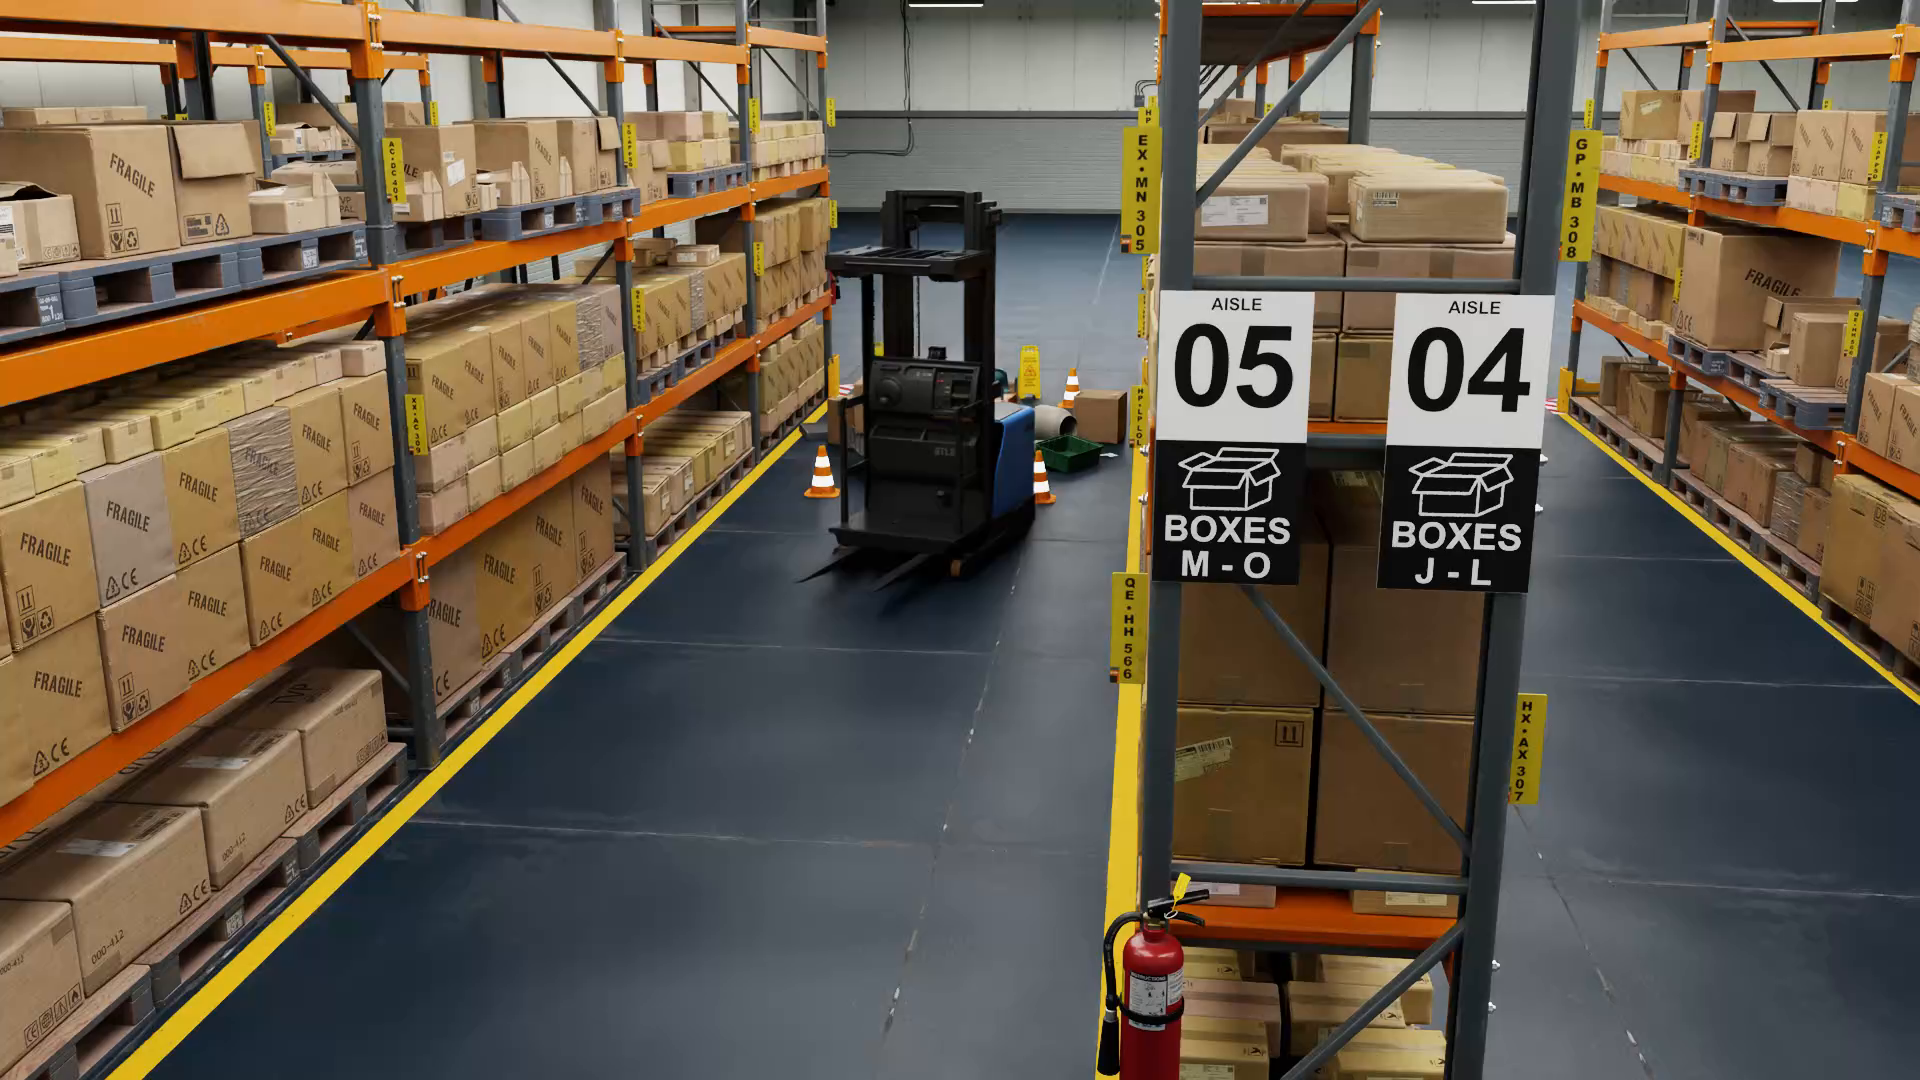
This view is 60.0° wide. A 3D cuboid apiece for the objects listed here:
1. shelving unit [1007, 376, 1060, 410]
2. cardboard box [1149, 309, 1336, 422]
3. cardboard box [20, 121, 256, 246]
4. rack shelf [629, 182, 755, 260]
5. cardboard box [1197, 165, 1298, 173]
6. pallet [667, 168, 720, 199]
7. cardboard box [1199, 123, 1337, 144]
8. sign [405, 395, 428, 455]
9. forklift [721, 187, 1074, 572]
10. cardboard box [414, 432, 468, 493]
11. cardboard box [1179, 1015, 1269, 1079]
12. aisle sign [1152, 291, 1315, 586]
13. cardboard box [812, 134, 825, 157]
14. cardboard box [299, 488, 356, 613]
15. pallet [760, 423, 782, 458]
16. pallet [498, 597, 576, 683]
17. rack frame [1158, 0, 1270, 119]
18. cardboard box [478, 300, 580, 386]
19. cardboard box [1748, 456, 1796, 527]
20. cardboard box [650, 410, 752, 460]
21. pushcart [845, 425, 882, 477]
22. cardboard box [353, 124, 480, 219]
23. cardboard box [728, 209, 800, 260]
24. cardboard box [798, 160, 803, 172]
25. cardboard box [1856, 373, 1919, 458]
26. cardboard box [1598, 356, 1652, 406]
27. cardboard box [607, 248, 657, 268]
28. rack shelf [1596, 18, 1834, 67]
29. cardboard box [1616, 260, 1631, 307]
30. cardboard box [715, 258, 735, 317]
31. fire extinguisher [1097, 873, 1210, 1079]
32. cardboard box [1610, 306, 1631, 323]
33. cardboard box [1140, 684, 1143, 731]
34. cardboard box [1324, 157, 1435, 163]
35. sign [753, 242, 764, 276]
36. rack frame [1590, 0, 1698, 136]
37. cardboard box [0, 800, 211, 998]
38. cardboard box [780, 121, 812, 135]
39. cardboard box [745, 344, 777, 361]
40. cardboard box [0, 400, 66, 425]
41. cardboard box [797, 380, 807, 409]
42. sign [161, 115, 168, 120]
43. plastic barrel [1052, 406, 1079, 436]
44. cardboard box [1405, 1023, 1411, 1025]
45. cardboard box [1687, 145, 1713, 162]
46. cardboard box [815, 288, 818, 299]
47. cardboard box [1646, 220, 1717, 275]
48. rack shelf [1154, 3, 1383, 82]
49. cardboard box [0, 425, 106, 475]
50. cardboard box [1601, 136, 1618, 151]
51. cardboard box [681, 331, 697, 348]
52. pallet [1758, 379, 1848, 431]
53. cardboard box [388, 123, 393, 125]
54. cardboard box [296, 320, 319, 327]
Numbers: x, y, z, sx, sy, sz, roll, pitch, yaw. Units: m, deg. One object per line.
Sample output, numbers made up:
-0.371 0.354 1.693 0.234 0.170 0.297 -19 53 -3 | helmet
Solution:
0.652 -0.838 14.957 0.258 1.200 0.503 -8 17 -29 | shelving unit
0.812 -0.519 4.875 0.500 0.250 0.500 1 15 5 | cardboard box
-3.575 -1.573 7.291 0.797 0.503 0.637 3 15 11 | cardboard box
-2.778 -2.831 14.518 1.077 0.370 4.000 2 15 6 | rack shelf
0.933 -1.185 5.617 0.380 0.149 0.250 1 15 5 | cardboard box
-2.842 -3.181 14.791 1.213 0.211 1.003 2 15 6 | pallet
1.780 -2.152 9.626 0.797 0.503 0.637 1 15 6 | cardboard box
-2.903 -0.615 8.878 0.100 0.325 0.005 2 15 6 | sign
-0.487 -1.313 13.403 3.031 2.935 1.130 -12 19 -37 | forklift
-3.125 -0.449 9.406 0.500 0.250 0.500 1 15 5 | cardboard box
0.832 1.724 5.557 0.380 0.149 0.250 2 15 7 | cardboard box
0.717 -0.262 4.405 0.394 0.787 0.004 2 15 6 | aisle sign
-1.891 -4.665 19.640 0.500 0.250 0.500 2 15 6 | cardboard box
-3.306 0.039 8.081 0.500 0.500 0.500 1 15 5 | cardboard box
-2.511 -1.078 17.746 1.003 0.211 1.213 2 15 6 | pallet
-3.307 0.652 11.347 1.003 0.211 1.213 2 15 6 | pallet
2.378 -5.026 15.509 1.000 3.000 0.127 2 15 6 | rack frame
-2.914 -1.339 11.261 0.500 0.500 0.500 2 15 6 | cardboard box
7.006 -0.392 13.810 0.700 0.500 0.500 3 15 11 | cardboard box
-2.609 -1.047 16.519 0.950 0.372 0.625 2 15 7 | cardboard box
-0.281 -0.929 16.876 1.648 0.377 0.936 -4 16 -13 | pushcart
-3.067 -2.094 9.415 0.500 0.500 0.500 1 15 5 | cardboard box
-2.124 -3.293 17.916 0.700 0.500 0.500 1 15 5 | cardboard box
-1.998 -4.250 18.866 0.380 0.149 0.250 2 15 6 | cardboard box
6.518 -0.850 11.368 0.500 0.500 0.500 2 15 8 | cardboard box
7.659 -1.829 19.166 0.500 0.500 0.500 5 16 17 | cardboard box
-2.977 -2.561 15.077 0.380 0.149 0.250 3 15 9 | cardboard box
7.520 -5.023 16.884 1.077 0.370 4.000 2 15 6 | rack shelf
7.620 -2.783 17.947 0.875 0.500 0.500 2 15 6 | cardboard box
-2.431 -2.389 15.684 0.500 0.500 0.500 2 15 7 | cardboard box
0.537 1.252 4.649 0.296 0.674 0.183 2 15 6 | fire extinguisher
7.211 -2.421 17.849 0.380 0.149 0.250 2 15 6 | cardboard box
0.930 0.401 6.170 0.500 0.500 0.500 2 15 6 | cardboard box
1.583 -1.373 6.311 0.380 0.149 0.250 1 15 5 | cardboard box
-2.000 -2.793 16.526 0.100 0.325 0.005 2 15 6 | sign
7.746 -5.891 18.708 1.000 3.000 0.127 2 15 6 | rack frame
-3.836 1.485 7.026 0.875 0.438 0.875 2 15 8 | cardboard box
-1.923 -4.770 19.261 0.380 0.149 0.250 2 15 6 | cardboard box
-2.143 -1.976 17.506 0.380 0.149 0.250 2 15 7 | cardboard box
-3.927 -0.480 6.842 0.380 0.149 0.250 2 15 8 | cardboard box
-2.044 -1.675 19.072 0.500 0.250 0.500 1 15 4 | cardboard box
-8.036 -4.146 16.861 0.100 0.325 0.005 2 15 6 | sign
0.982 -1.226 17.883 0.421 0.421 0.512 -14 20 -42 | plastic barrel
1.501 1.685 6.270 0.380 0.149 0.250 2 15 8 | cardboard box
7.044 -3.618 15.574 0.380 0.149 0.250 2 15 8 | cardboard box
-1.899 -2.927 19.723 0.380 0.149 0.250 1 15 5 | cardboard box
7.127 -2.887 16.414 0.500 0.500 0.500 2 15 6 | cardboard box
1.701 -2.929 9.900 1.077 0.370 4.000 2 15 6 | rack shelf
-3.500 -0.338 6.314 0.380 0.149 0.250 2 15 7 | cardboard box
7.360 -4.434 18.590 0.380 0.149 0.250 2 15 7 | cardboard box
-2.551 -1.790 14.712 0.380 0.149 0.250 2 15 8 | cardboard box
6.818 -1.015 12.538 1.213 0.211 1.003 2 15 6 | pallet
-6.853 -4.777 19.595 0.396 0.266 0.258 2 15 6 | cardboard box
-7.175 -2.550 17.655 0.500 0.500 0.500 1 15 5 | cardboard box
